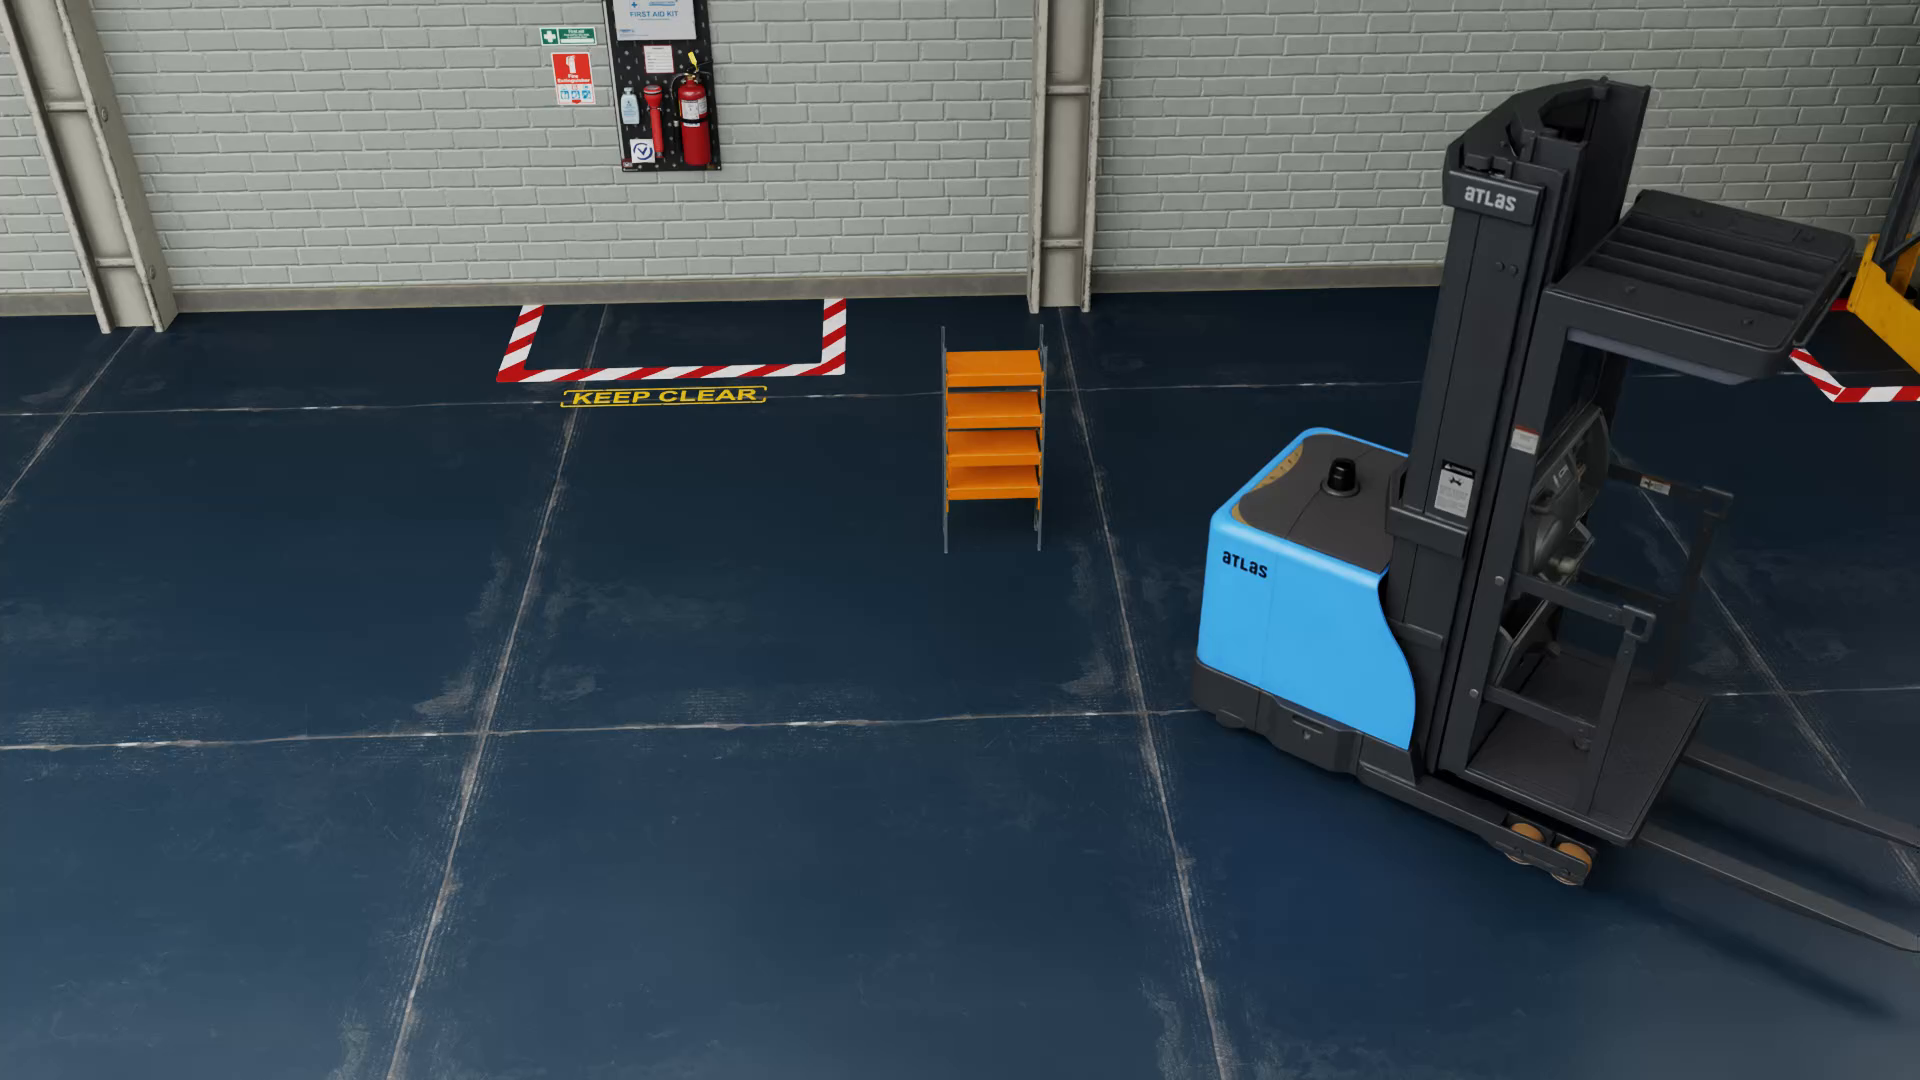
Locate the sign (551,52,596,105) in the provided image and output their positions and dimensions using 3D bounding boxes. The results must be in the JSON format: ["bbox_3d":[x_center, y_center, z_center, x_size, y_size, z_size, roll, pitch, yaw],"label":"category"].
[{"bbox_3d":[-2.374,-2.833,10.213,0.234,0.329,0.001,-2,35,-2],"label":"sign"}]

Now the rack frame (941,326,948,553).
[{"bbox_3d":[-0.078,-0.491,8.442,0.015,1.200,0.240,-2,35,-2],"label":"rack frame"}]

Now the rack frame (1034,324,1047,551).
[{"bbox_3d":[0.409,-0.504,8.461,0.015,1.200,0.240,-2,35,-2],"label":"rack frame"}]

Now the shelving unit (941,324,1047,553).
[{"bbox_3d":[0.165,-0.498,8.451,0.503,1.200,0.258,-2,35,-2],"label":"shelving unit"}]

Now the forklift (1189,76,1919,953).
[{"bbox_3d":[2.542,-0.150,6.427,3.031,2.935,1.130,23,41,29],"label":"forklift"}]

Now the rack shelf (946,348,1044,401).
[{"bbox_3d":[0.165,-0.821,8.228,0.480,0.148,0.258,-2,35,-2],"label":"rack shelf"}]

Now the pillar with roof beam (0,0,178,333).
[{"bbox_3d":[-5.136,-2.678,4.748,0.400,9.000,9.100,-2,35,-2],"label":"pillar with roof beam"}]

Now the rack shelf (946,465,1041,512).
[{"bbox_3d":[0.165,-0.279,8.603,0.480,0.148,0.258,-2,35,-2],"label":"rack shelf"}]

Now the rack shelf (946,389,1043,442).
[{"bbox_3d":[0.165,-0.626,8.362,0.480,0.148,0.258,-2,35,-2],"label":"rack shelf"}]

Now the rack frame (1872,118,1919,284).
[{"bbox_3d":[5.988,-2.471,9.721,0.127,3.000,1.000,-2,35,-2],"label":"rack frame"}]

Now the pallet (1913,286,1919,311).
[{"bbox_3d":[6.877,-1.328,10.520,1.213,0.211,1.003,-2,35,-2],"label":"pallet"}]

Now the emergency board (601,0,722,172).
[{"bbox_3d":[-1.817,-2.775,10.160,0.643,1.169,0.194,-2,35,-2],"label":"emergency board"}]

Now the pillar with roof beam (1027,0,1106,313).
[{"bbox_3d":[0.857,-2.840,4.982,0.400,9.000,9.100,-2,35,-2],"label":"pillar with roof beam"}]

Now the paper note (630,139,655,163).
[{"bbox_3d":[-1.997,-2.447,10.461,0.142,0.148,0.016,-2,35,-2],"label":"paper note"}]

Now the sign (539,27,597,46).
[{"bbox_3d":[-2.369,-3.046,10.055,0.331,0.109,0.001,-2,35,-2],"label":"sign"}]

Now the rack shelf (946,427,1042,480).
[{"bbox_3d":[0.165,-0.443,8.490,0.480,0.148,0.258,-2,35,-2],"label":"rack shelf"}]

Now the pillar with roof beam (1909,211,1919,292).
[{"bbox_3d":[6.850,-3.001,5.215,0.400,9.000,9.100,-2,35,-2],"label":"pillar with roof beam"}]

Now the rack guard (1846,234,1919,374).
[{"bbox_3d":[6.064,-1.445,10.435,0.348,0.500,1.175,-2,35,-2],"label":"rack guard"}]
